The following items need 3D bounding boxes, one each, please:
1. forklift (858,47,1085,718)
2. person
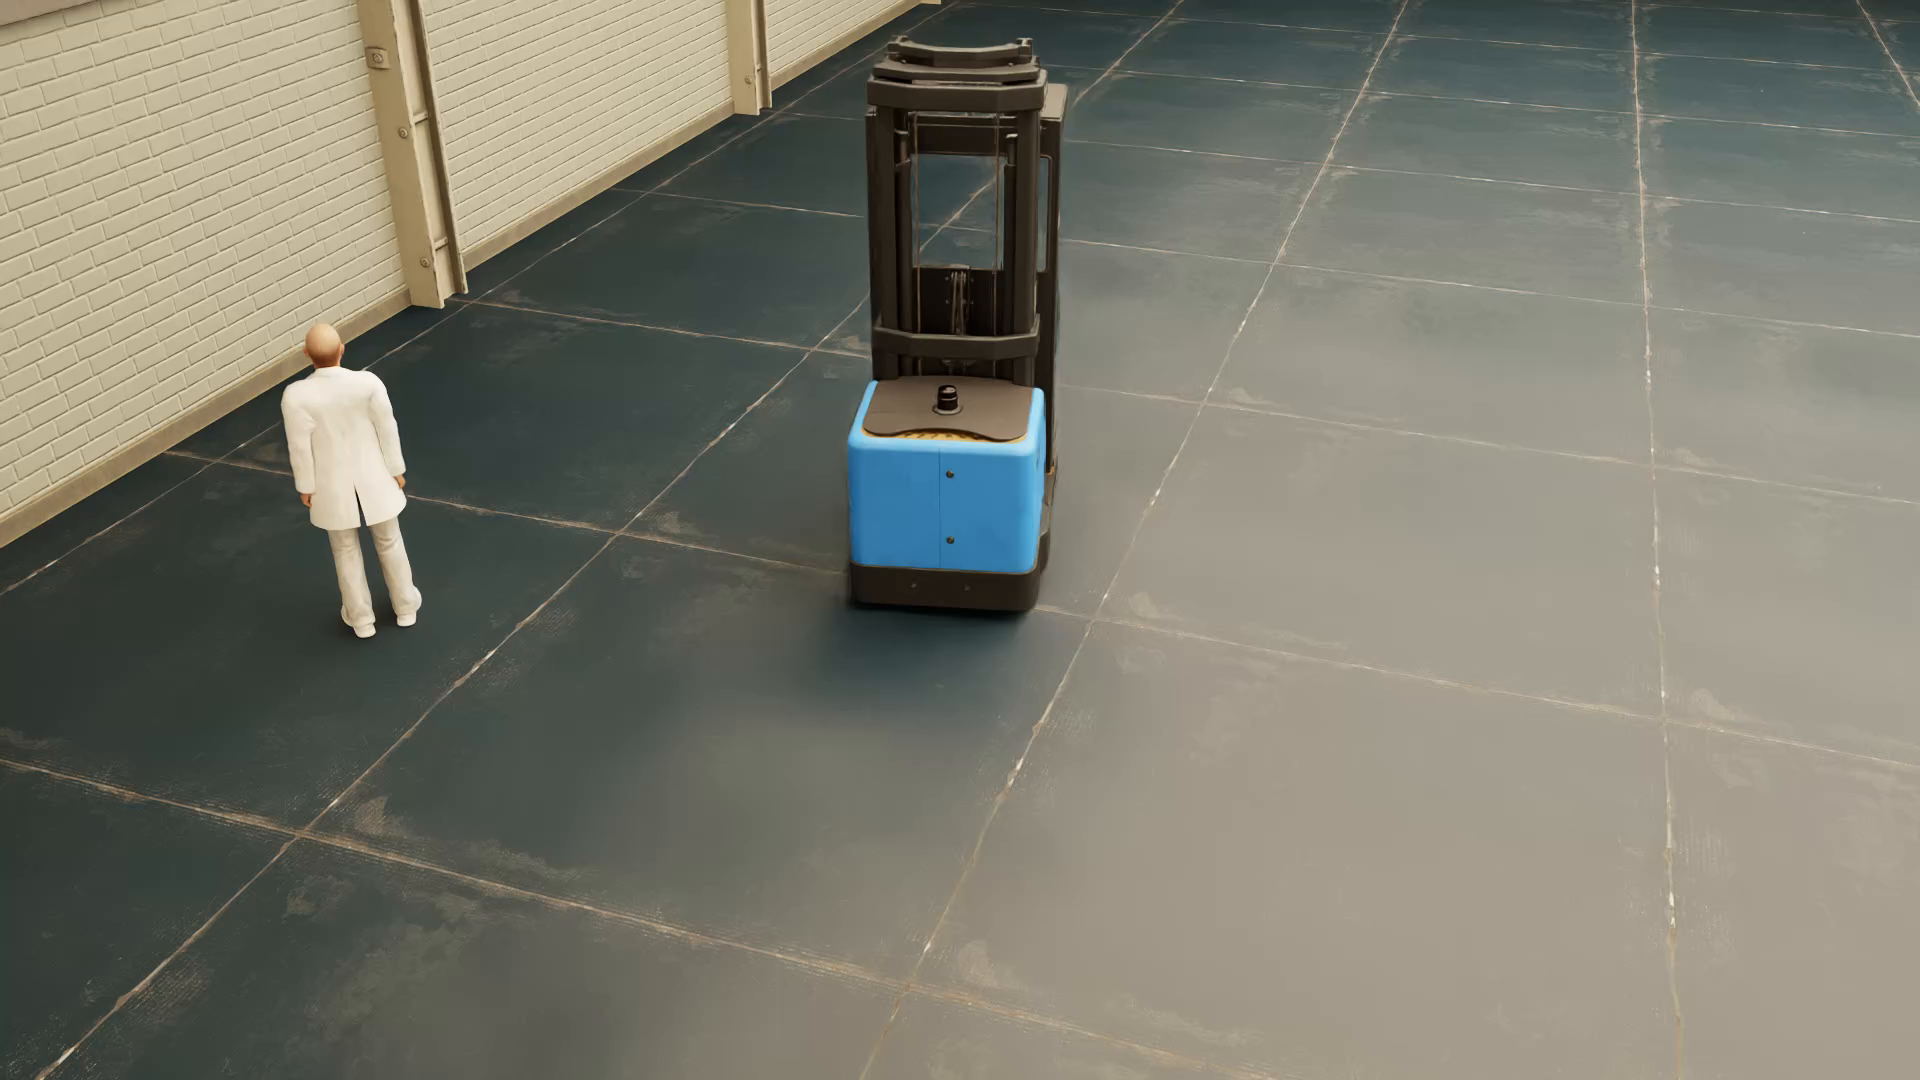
[{"bbox_3d":[0.035,-0.972,8.842,1.130,2.935,3.031,-2,30,-3],"label":"forklift"},{"bbox_3d":[-4.118,-0.541,9.297,0.448,1.748,0.915,2,30,3],"label":"person"}]
